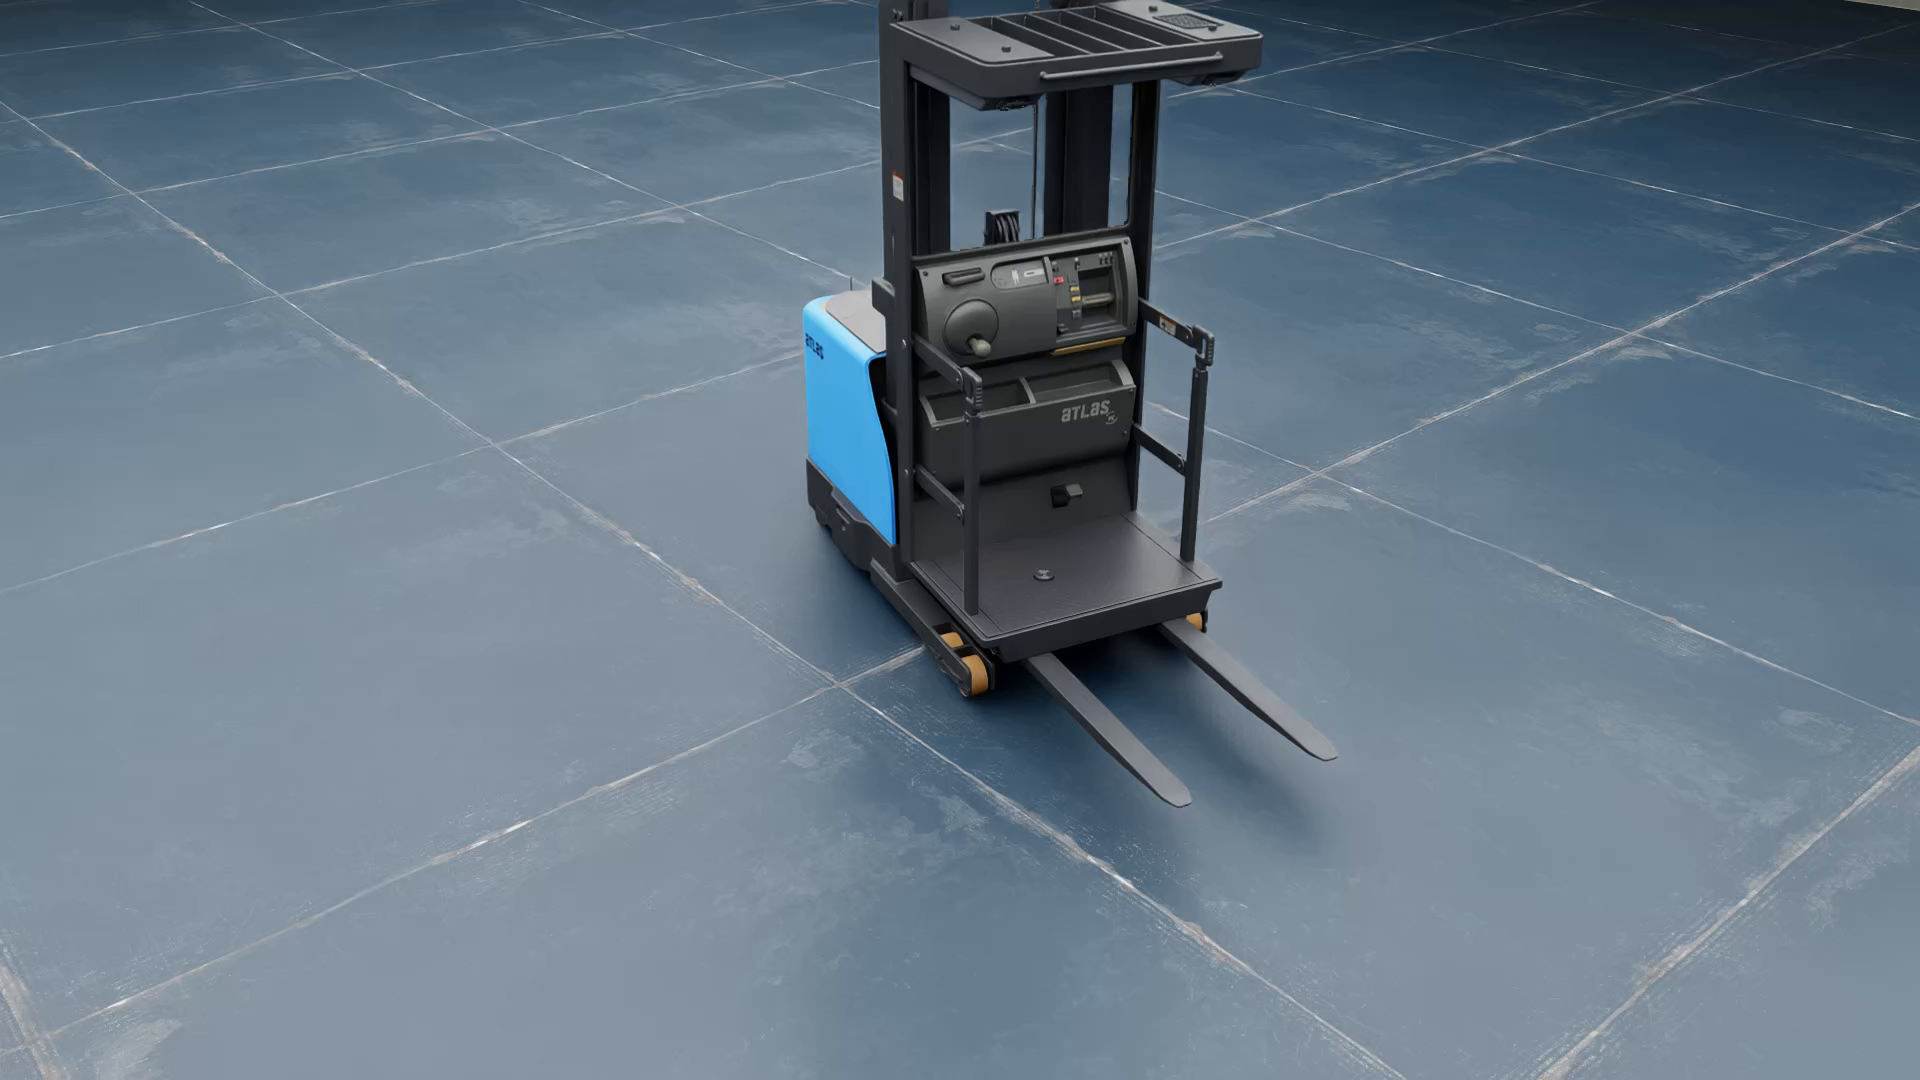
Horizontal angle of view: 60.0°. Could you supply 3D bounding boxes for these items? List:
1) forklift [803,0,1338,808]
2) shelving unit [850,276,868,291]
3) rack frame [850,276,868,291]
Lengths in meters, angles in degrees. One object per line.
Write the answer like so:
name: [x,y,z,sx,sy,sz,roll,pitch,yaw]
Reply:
forklift: [0.372,-0.908,6.339,1.130,2.935,3.031,-13,31,-23]
shelving unit: [-0.364,-0.766,8.070,0.252,1.050,0.215,-13,31,-23]
rack frame: [-0.473,-0.740,8.021,0.008,1.050,0.200,-13,31,-23]
